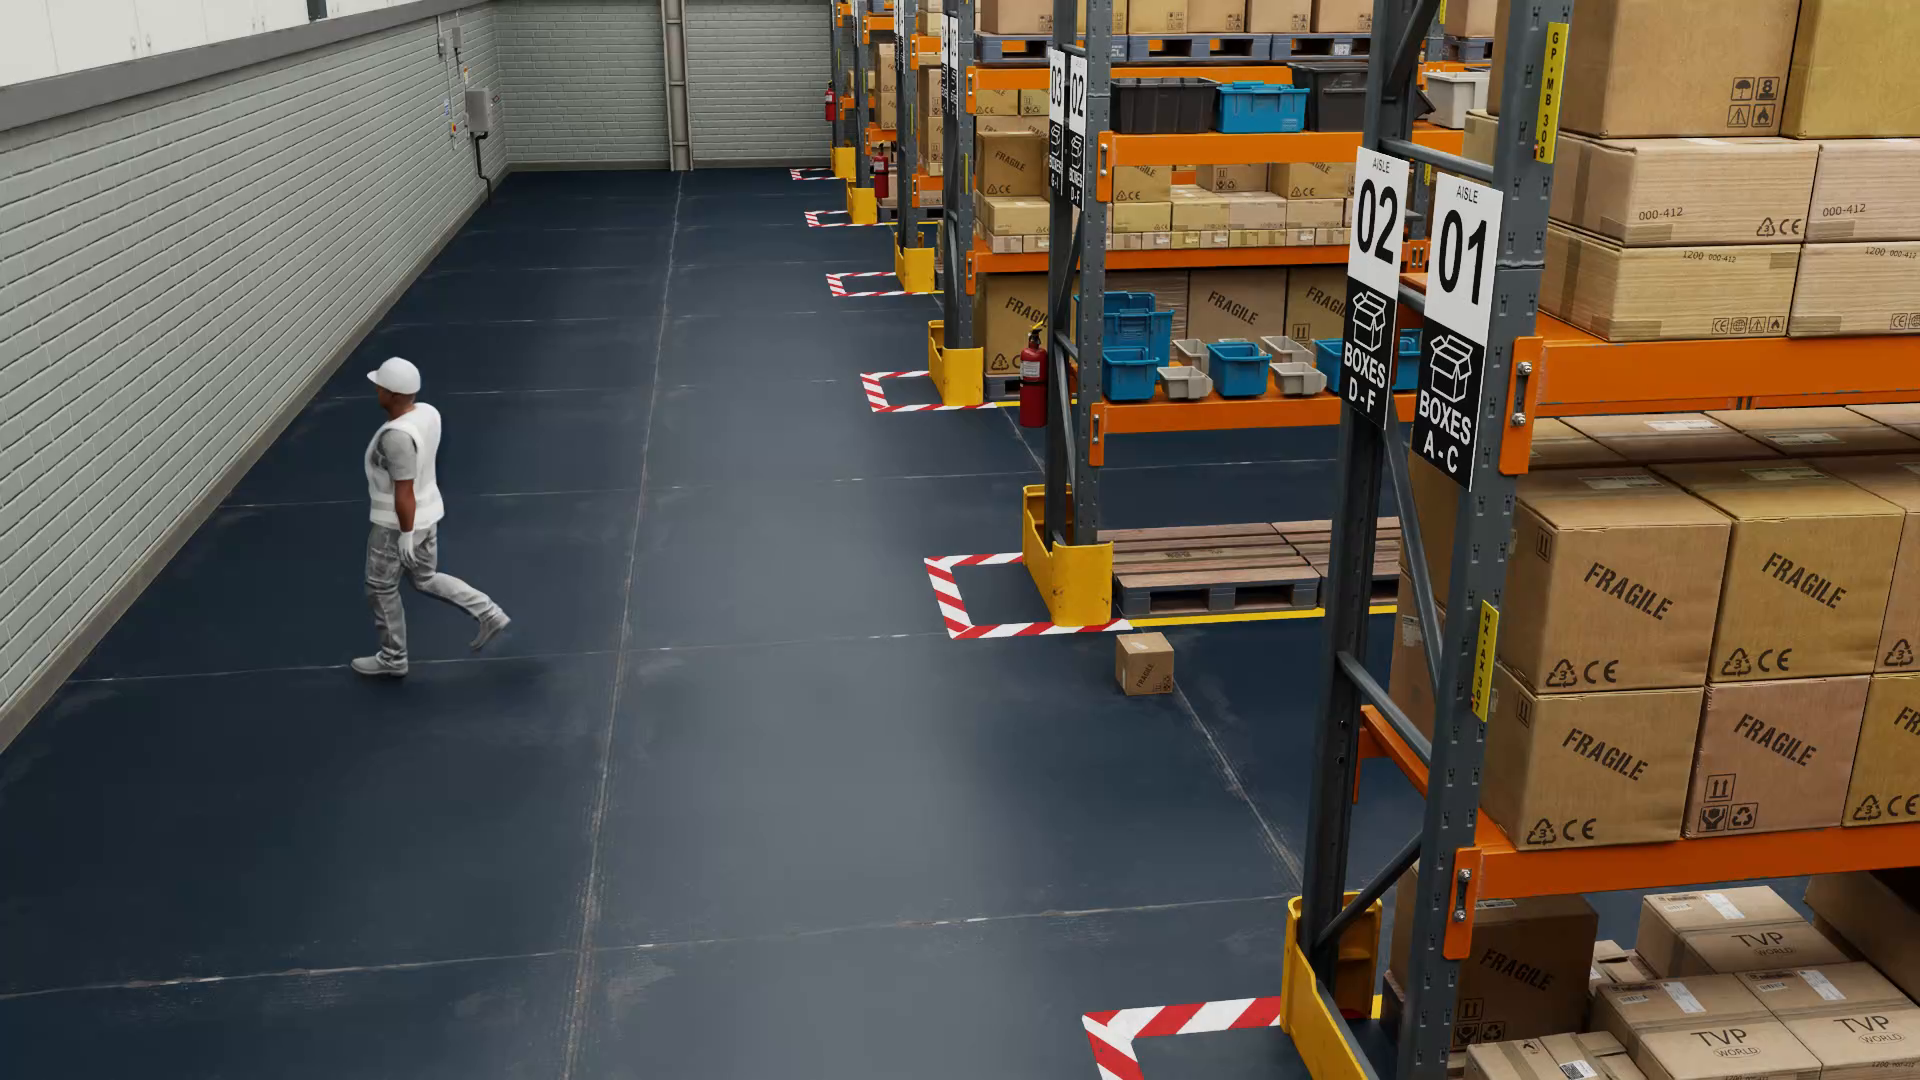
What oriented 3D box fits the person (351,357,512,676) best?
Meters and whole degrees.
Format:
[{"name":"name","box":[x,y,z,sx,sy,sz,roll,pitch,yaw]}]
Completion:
[{"name":"person","box":[-2.894,-0.117,8.850,0.854,1.761,0.553,1,20,4]}]
